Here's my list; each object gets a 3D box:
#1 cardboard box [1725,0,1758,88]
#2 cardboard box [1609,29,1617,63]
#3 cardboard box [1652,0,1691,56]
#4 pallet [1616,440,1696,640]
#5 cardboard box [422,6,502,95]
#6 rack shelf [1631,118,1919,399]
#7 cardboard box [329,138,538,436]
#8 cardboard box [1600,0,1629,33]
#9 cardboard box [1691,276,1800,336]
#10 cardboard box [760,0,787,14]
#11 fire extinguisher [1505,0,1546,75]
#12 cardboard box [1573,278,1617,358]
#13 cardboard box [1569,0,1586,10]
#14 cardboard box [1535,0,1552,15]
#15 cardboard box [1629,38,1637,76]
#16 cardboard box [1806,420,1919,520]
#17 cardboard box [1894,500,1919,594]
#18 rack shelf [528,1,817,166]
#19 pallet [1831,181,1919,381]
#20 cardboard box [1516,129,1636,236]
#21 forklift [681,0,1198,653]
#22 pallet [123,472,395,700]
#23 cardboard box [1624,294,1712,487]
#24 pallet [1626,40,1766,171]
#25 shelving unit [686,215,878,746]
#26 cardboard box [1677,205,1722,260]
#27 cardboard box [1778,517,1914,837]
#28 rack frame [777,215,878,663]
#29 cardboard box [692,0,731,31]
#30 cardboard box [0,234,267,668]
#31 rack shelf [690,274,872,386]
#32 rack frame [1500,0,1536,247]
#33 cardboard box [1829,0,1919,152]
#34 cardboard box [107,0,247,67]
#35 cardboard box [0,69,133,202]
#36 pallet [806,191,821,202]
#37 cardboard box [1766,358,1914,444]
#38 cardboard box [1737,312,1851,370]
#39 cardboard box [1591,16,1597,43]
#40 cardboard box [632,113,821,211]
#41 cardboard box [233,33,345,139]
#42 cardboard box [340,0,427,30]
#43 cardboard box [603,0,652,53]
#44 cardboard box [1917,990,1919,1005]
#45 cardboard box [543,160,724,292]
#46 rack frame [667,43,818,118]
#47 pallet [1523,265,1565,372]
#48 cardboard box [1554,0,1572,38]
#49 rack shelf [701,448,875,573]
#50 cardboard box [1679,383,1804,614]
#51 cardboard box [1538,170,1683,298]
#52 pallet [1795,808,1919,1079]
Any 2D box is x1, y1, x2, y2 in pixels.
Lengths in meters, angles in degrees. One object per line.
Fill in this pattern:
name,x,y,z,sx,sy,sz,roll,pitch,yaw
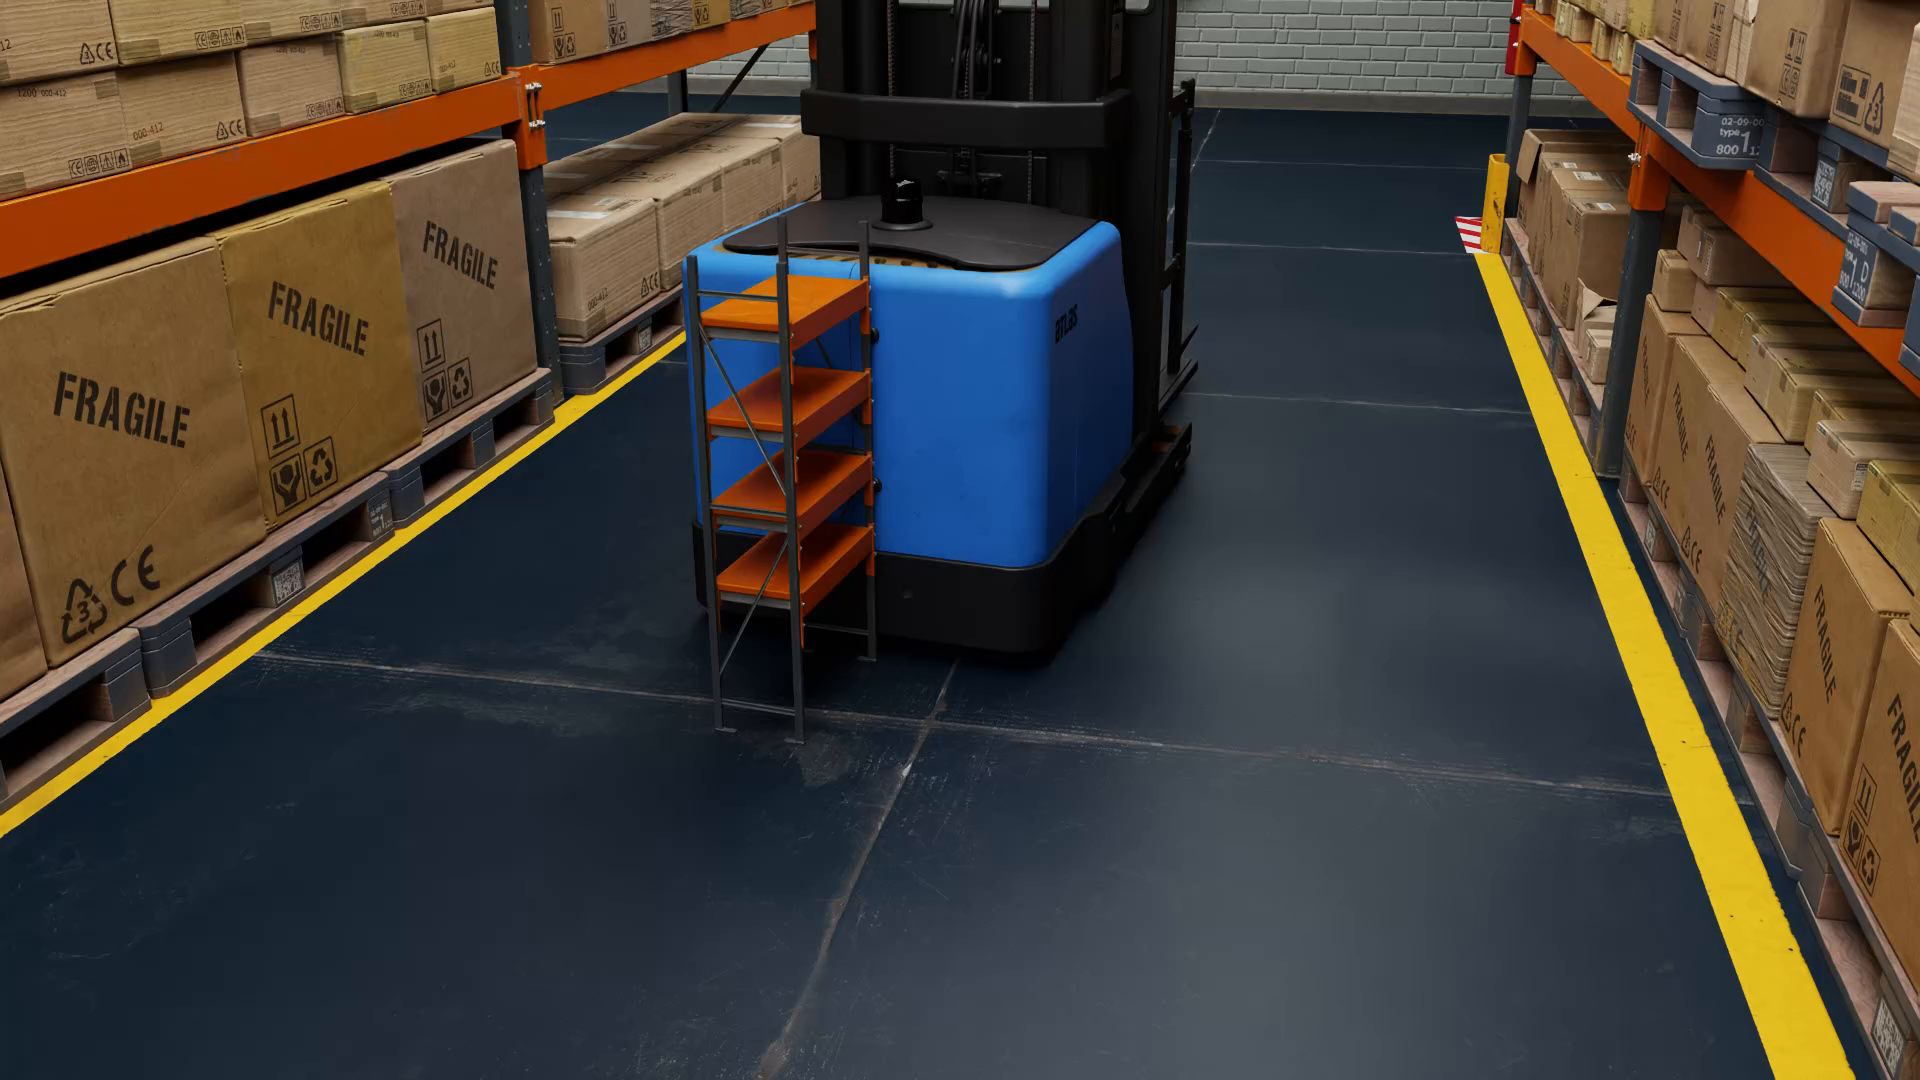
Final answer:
cardboard box,2.097,-1.243,4.043,0.396,0.266,0.258,6,23,14
cardboard box,2.715,-1.897,6.384,0.380,0.149,0.250,5,22,12
cardboard box,2.438,-1.671,4.792,0.700,0.500,0.500,5,22,12
pallet,2.627,0.004,5.061,1.003,0.211,1.213,4,22,11
cardboard box,-1.949,-1.714,5.795,0.500,0.250,0.500,4,22,10
rack shelf,2.348,-0.525,3.604,1.077,0.370,4.000,4,22,11
cardboard box,-2.152,-0.943,5.962,0.875,0.875,0.875,5,23,13
cardboard box,2.709,-2.047,6.224,0.500,0.250,0.500,5,22,11
cardboard box,2.441,-0.708,5.011,0.380,0.149,0.250,4,22,9
cardboard box,-1.245,-3.097,8.894,0.500,0.500,0.500,4,22,10
fire extinguisher,3.150,-2.933,9.223,0.296,0.674,0.183,4,22,11
cardboard box,2.655,-0.873,6.604,0.396,0.266,0.258,5,23,13
cardboard box,2.929,-2.417,7.142,0.500,0.250,0.500,4,22,10
cardboard box,3.236,-2.837,8.718,0.380,0.149,0.250,4,22,11
cardboard box,2.605,-1.706,5.910,0.380,0.149,0.250,5,22,12
cardboard box,2.090,-0.146,3.616,0.380,0.149,0.250,3,22,8
cardboard box,2.013,0.049,3.133,0.380,0.149,0.250,5,22,12
rack shelf,-1.696,-2.364,8.172,1.077,0.370,4.000,4,22,11
pallet,2.009,-0.291,2.318,1.213,0.211,1.003,4,22,11
cardboard box,3.354,-1.873,8.768,0.797,0.503,0.637,4,22,9
forklift,0.200,-1.581,5.355,1.130,2.935,3.031,7,23,17
pallet,-2.435,0.062,4.917,1.003,0.211,1.213,4,22,11
cardboard box,2.437,-0.465,5.277,0.500,0.500,0.500,5,23,13
pallet,2.486,-1.217,4.616,1.003,0.211,1.213,4,22,11
shelving unit,-0.419,-0.153,4.127,0.258,1.200,0.503,7,23,17
cardboard box,2.481,-0.948,5.210,0.380,0.149,0.250,4,22,10
cardboard box,2.032,0.293,3.395,0.500,0.500,0.500,5,23,13
rack frame,-0.341,-0.239,4.341,0.240,1.200,0.015,7,23,17
cardboard box,-1.433,-2.718,7.954,0.500,0.500,0.500,5,22,13
cardboard box,-2.512,-0.285,4.329,0.875,0.875,0.875,5,22,12
rack shelf,-0.419,-0.517,3.980,0.258,0.148,0.480,7,23,17
rack frame,3.572,-3.053,8.918,1.000,3.000,0.127,4,22,11
cardboard box,2.092,-0.981,3.073,0.797,0.503,0.637,4,22,10
cardboard box,-2.239,-1.387,4.315,0.500,0.250,0.500,5,22,12
cardboard box,-2.374,-0.975,3.959,0.500,0.250,0.500,5,23,13
pallet,-1.375,-1.838,9.634,1.003,0.211,1.213,4,22,11
cardboard box,2.217,-0.333,4.080,0.380,0.149,0.250,5,23,13
cardboard box,2.357,-0.512,4.525,0.380,0.149,0.250,4,22,10
cardboard box,2.906,-2.172,7.068,0.380,0.149,0.250,4,22,11
cardboard box,-1.325,-2.187,9.636,0.875,0.438,0.875,4,22,9
cardboard box,-2.176,-1.345,4.878,0.500,0.250,0.500,4,22,9
cardboard box,-2.051,-1.766,5.255,0.500,0.250,0.500,5,22,12
cardboard box,-1.645,-2.348,7.036,0.500,0.500,0.500,5,22,11
cardboard box,1.815,0.667,2.466,0.500,0.500,0.500,5,22,12
cardboard box,-1.689,-1.522,7.985,0.875,0.438,0.875,4,22,9
rack frame,-1.288,-3.430,9.854,1.000,3.000,0.127,4,22,11
pallet,3.144,-0.995,7.541,1.003,0.211,1.213,4,22,11
cardboard box,2.925,-2.369,7.558,0.380,0.149,0.250,4,22,9
rack shelf,-0.419,-0.090,4.152,0.258,0.148,0.480,7,23,17
cardboard box,2.232,-0.088,4.340,0.500,0.500,0.500,4,22,9
cardboard box,2.936,-1.376,7.539,0.500,0.500,0.500,5,22,12
pallet,2.129,0.897,2.845,1.003,0.211,1.213,4,22,11
